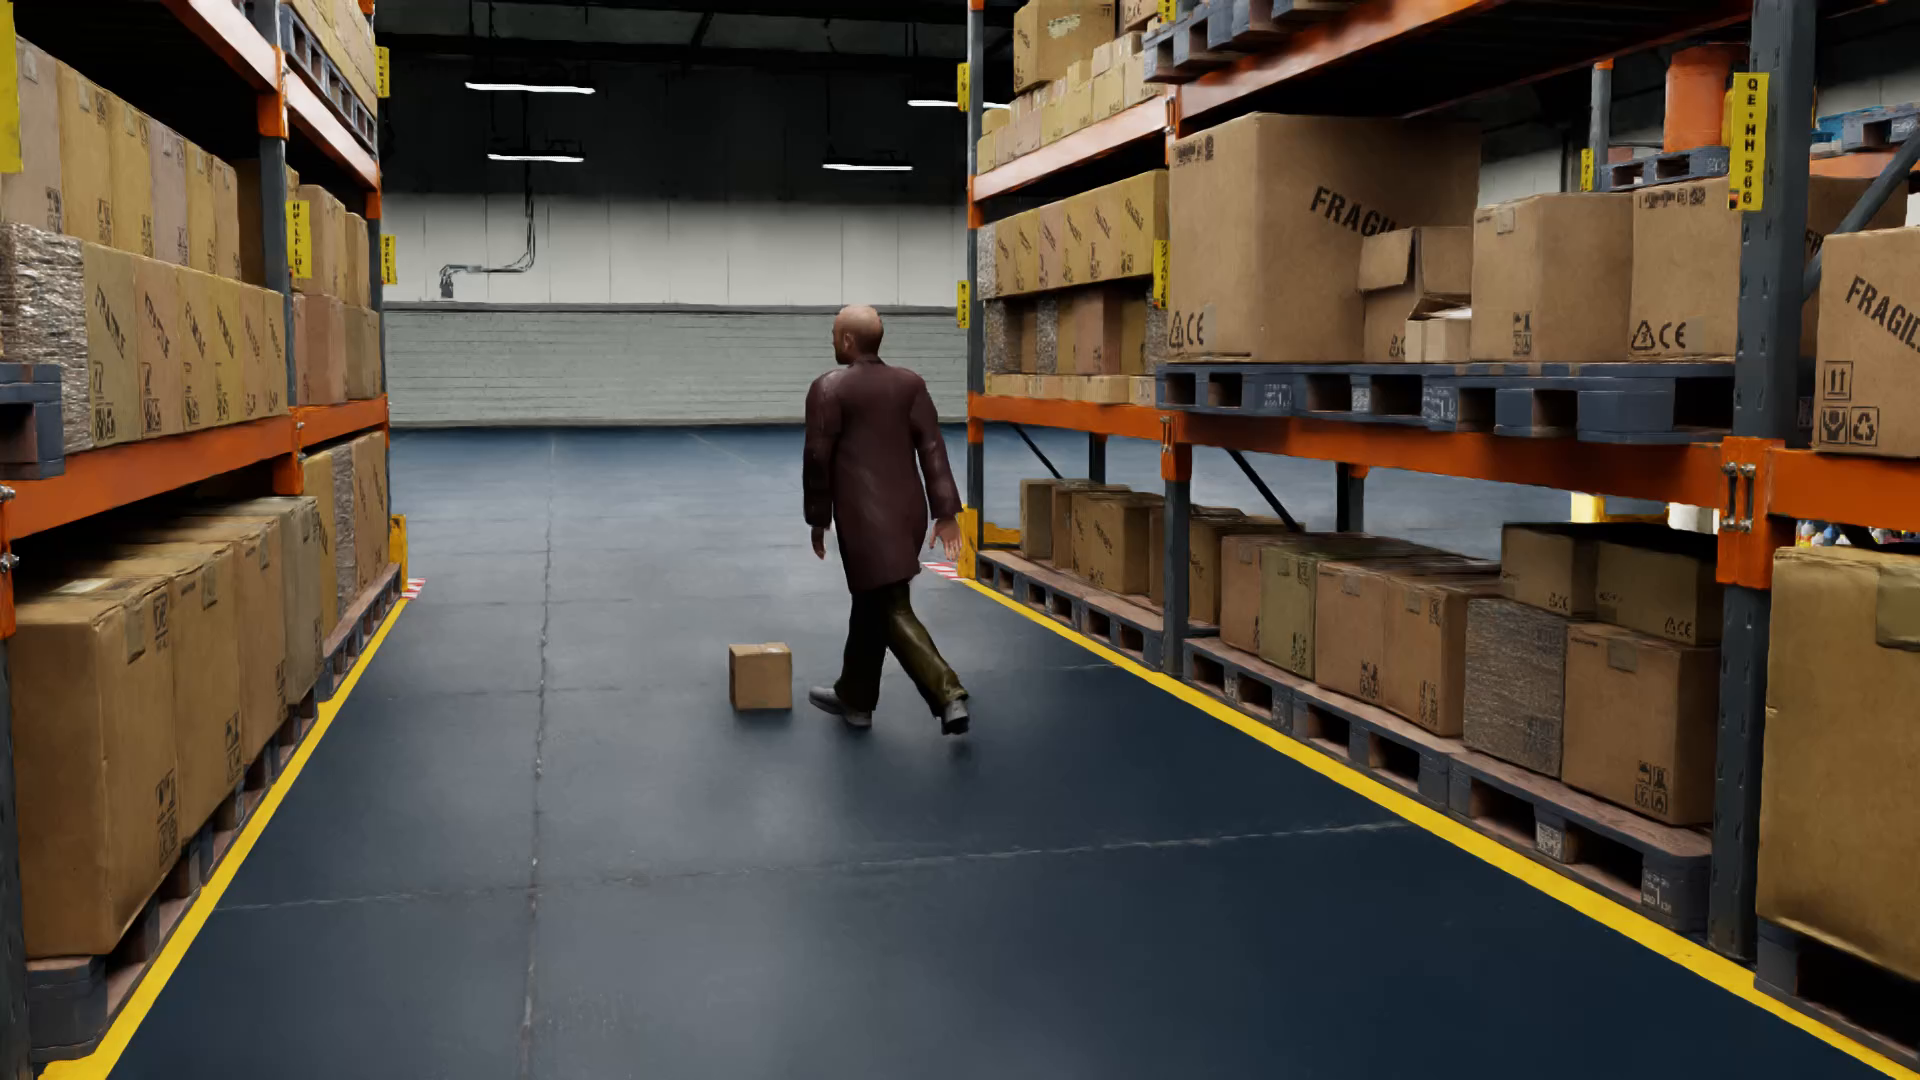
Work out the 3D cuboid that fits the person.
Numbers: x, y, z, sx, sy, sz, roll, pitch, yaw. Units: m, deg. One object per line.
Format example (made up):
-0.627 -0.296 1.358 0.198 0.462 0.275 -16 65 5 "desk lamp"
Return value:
-0.345 -0.069 6.639 0.595 1.738 1.039 -6 8 -43 "person"
